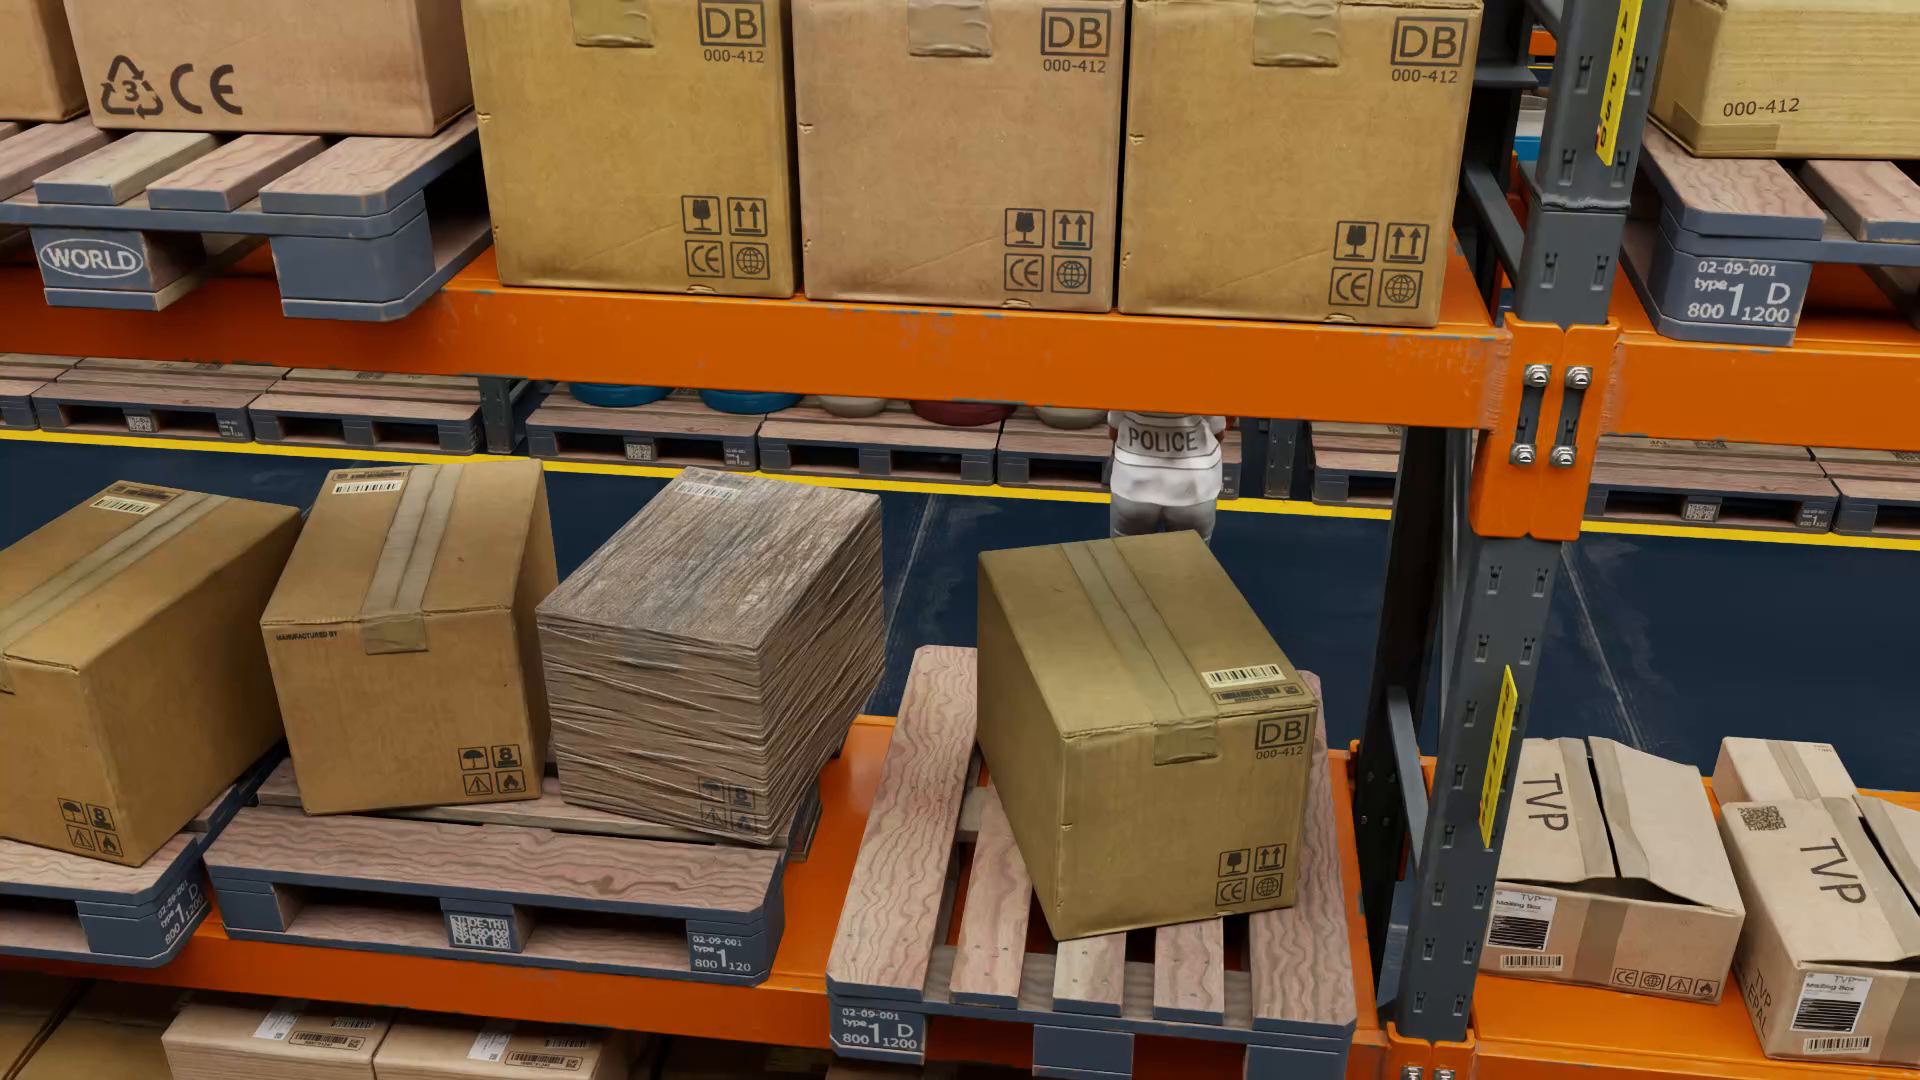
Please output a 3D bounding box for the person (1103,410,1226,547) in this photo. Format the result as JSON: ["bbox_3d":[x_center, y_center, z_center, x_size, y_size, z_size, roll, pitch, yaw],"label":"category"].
[{"bbox_3d":[0.789,-0.202,6.502,0.452,1.653,0.534,4,29,7],"label":"person"}]
